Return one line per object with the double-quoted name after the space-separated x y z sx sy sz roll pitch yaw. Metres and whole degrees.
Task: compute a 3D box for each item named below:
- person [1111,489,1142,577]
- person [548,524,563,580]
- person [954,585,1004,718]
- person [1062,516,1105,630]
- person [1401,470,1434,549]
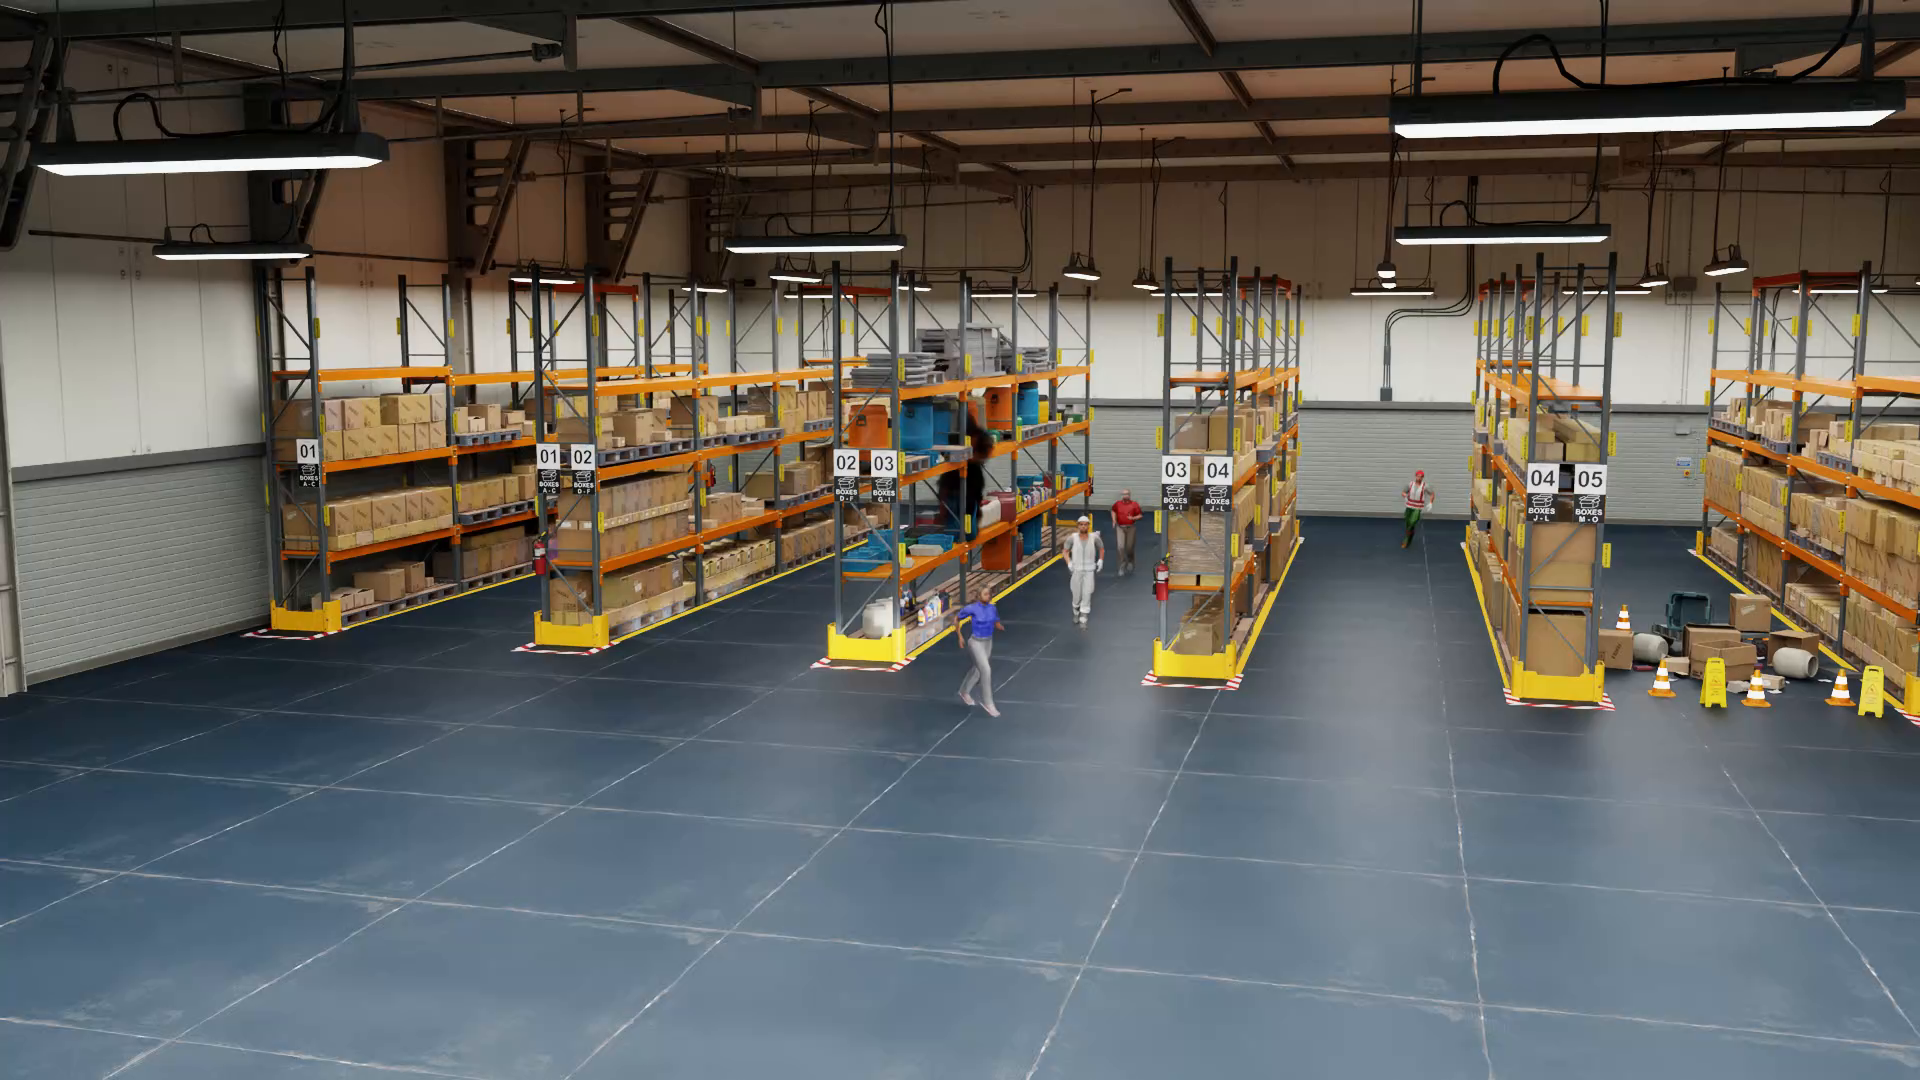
3.402 -0.132 34.046 0.653 1.689 0.829 1 7 9 "person"
-7.142 0.525 29.184 0.490 1.625 0.711 1 7 7 "person"
0.264 1.476 21.753 0.834 1.596 0.547 7 10 44 "person"
1.961 0.503 26.344 0.683 1.783 0.660 0 7 1 "person"
10.402 -0.708 37.999 0.721 1.787 0.836 5 9 33 "person"
